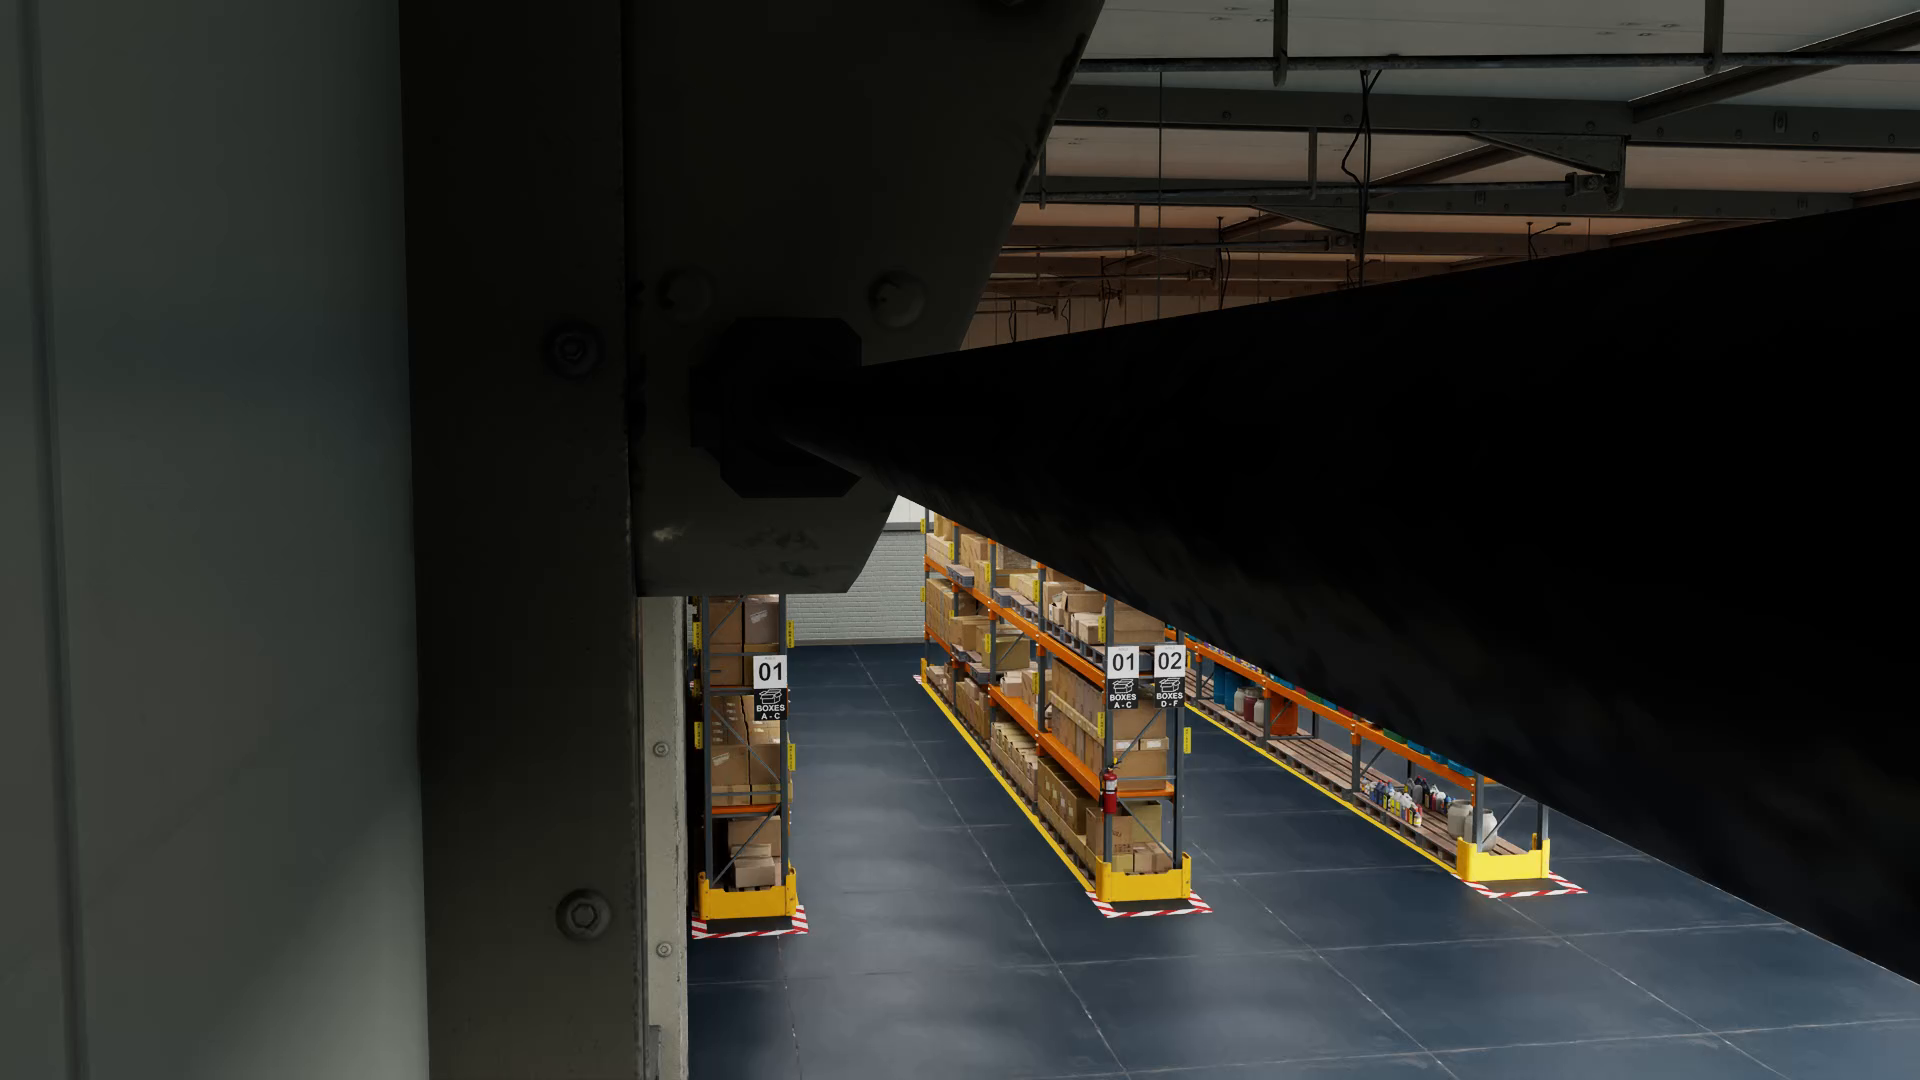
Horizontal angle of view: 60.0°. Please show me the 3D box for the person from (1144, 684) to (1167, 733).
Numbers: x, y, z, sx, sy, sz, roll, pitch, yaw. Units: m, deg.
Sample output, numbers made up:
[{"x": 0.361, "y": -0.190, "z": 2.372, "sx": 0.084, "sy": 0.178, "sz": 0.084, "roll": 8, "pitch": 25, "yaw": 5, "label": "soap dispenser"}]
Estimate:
[{"x": 3.644, "y": 2.691, "z": 31.271, "sx": 0.674, "sy": 1.825, "sz": 0.791, "roll": -1, "pitch": 5, "yaw": -10, "label": "person"}]
